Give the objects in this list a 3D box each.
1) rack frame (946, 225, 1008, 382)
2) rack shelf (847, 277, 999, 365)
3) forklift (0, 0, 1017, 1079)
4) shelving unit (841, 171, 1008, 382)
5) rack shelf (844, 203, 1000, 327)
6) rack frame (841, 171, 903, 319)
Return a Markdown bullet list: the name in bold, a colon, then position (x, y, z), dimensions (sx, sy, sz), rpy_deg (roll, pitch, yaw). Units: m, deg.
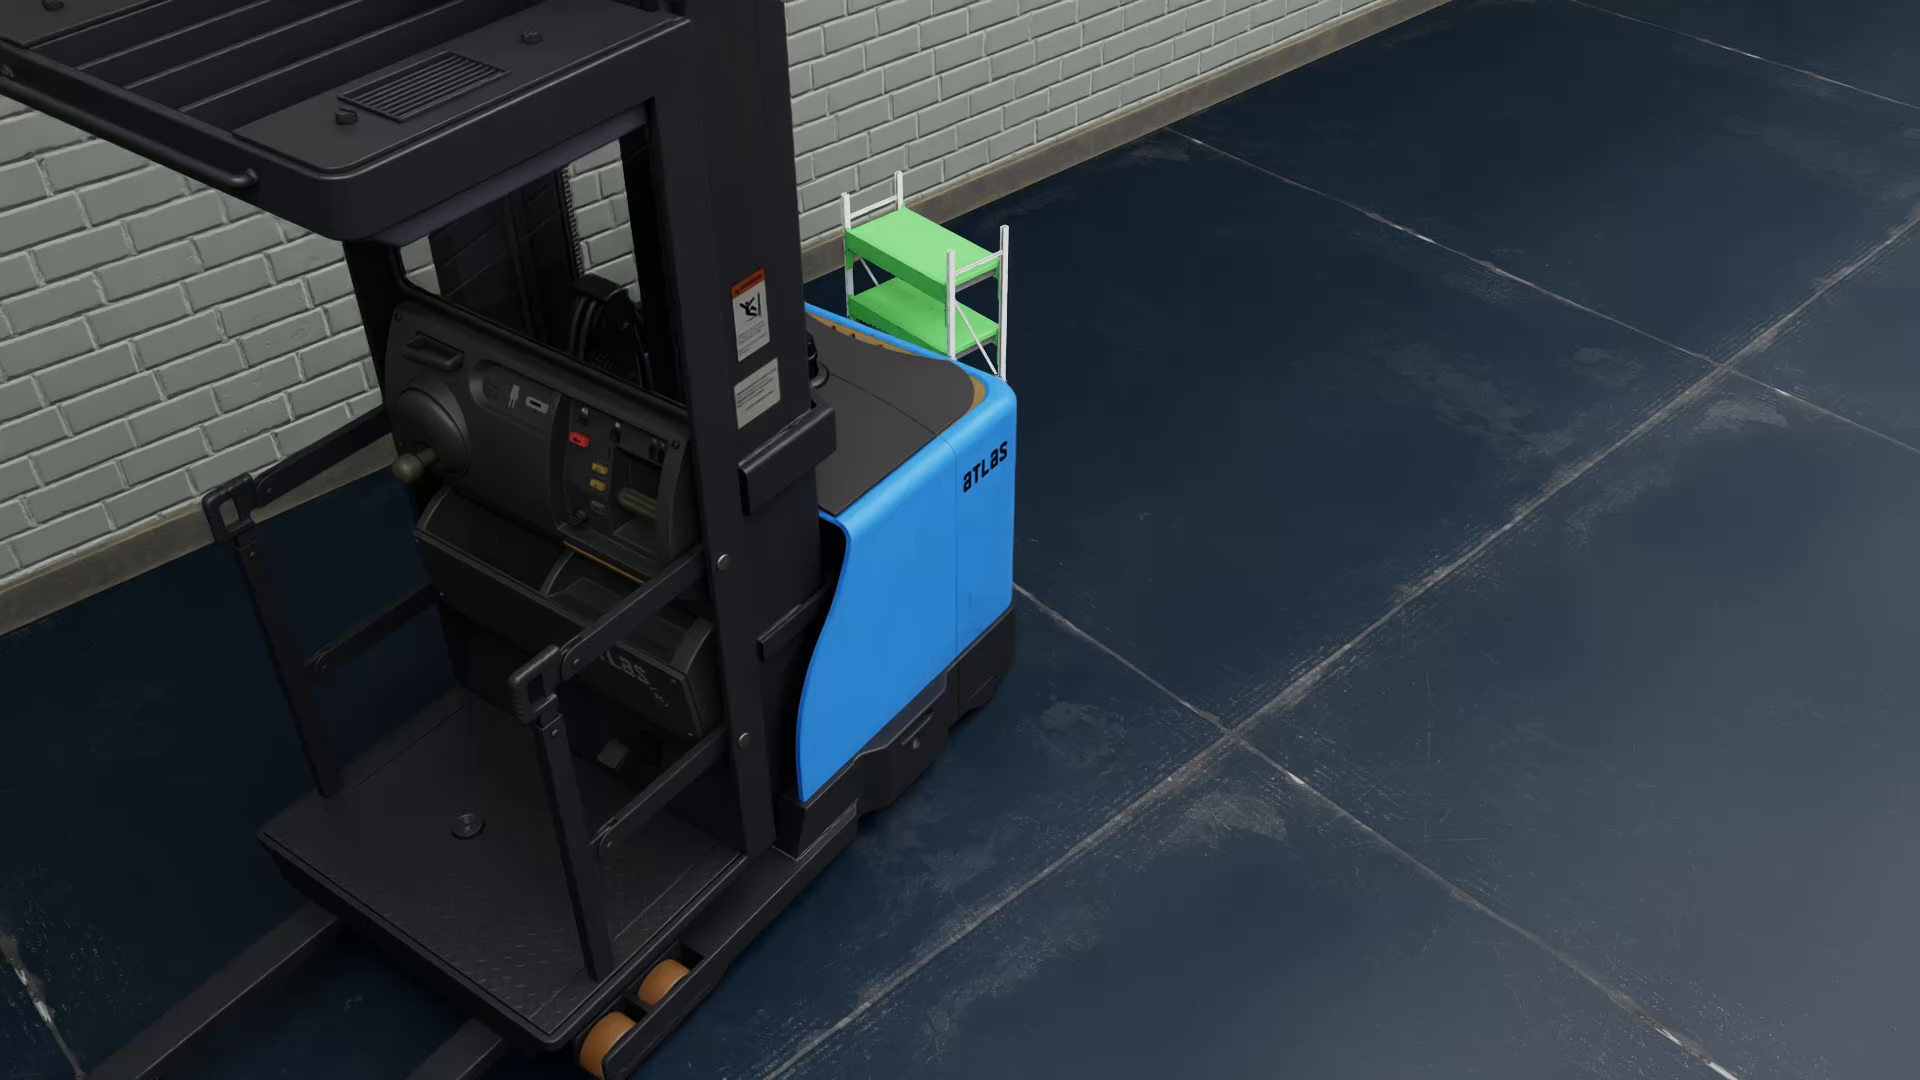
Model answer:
- **rack frame**: position (0.053, -0.430, 5.328), dimensions (0.240, 1.200, 0.015), rpy_deg (-30, 48, -32)
- **rack shelf**: position (-0.112, -0.680, 5.357), dimensions (0.258, 0.148, 0.480), rpy_deg (-30, 48, -32)
- **forklift**: position (-1.092, -0.157, 3.612), dimensions (1.130, 2.935, 3.031), rpy_deg (24, 45, 27)
- **shelving unit**: position (-0.112, -0.543, 5.468), dimensions (0.258, 1.200, 0.503), rpy_deg (-30, 48, -32)
- **rack shelf**: position (-0.112, -0.867, 5.206), dimensions (0.258, 0.148, 0.480), rpy_deg (-30, 48, -32)
- **rack frame**: position (-0.277, -0.656, 5.608), dimensions (0.240, 1.200, 0.015), rpy_deg (-30, 48, -32)
